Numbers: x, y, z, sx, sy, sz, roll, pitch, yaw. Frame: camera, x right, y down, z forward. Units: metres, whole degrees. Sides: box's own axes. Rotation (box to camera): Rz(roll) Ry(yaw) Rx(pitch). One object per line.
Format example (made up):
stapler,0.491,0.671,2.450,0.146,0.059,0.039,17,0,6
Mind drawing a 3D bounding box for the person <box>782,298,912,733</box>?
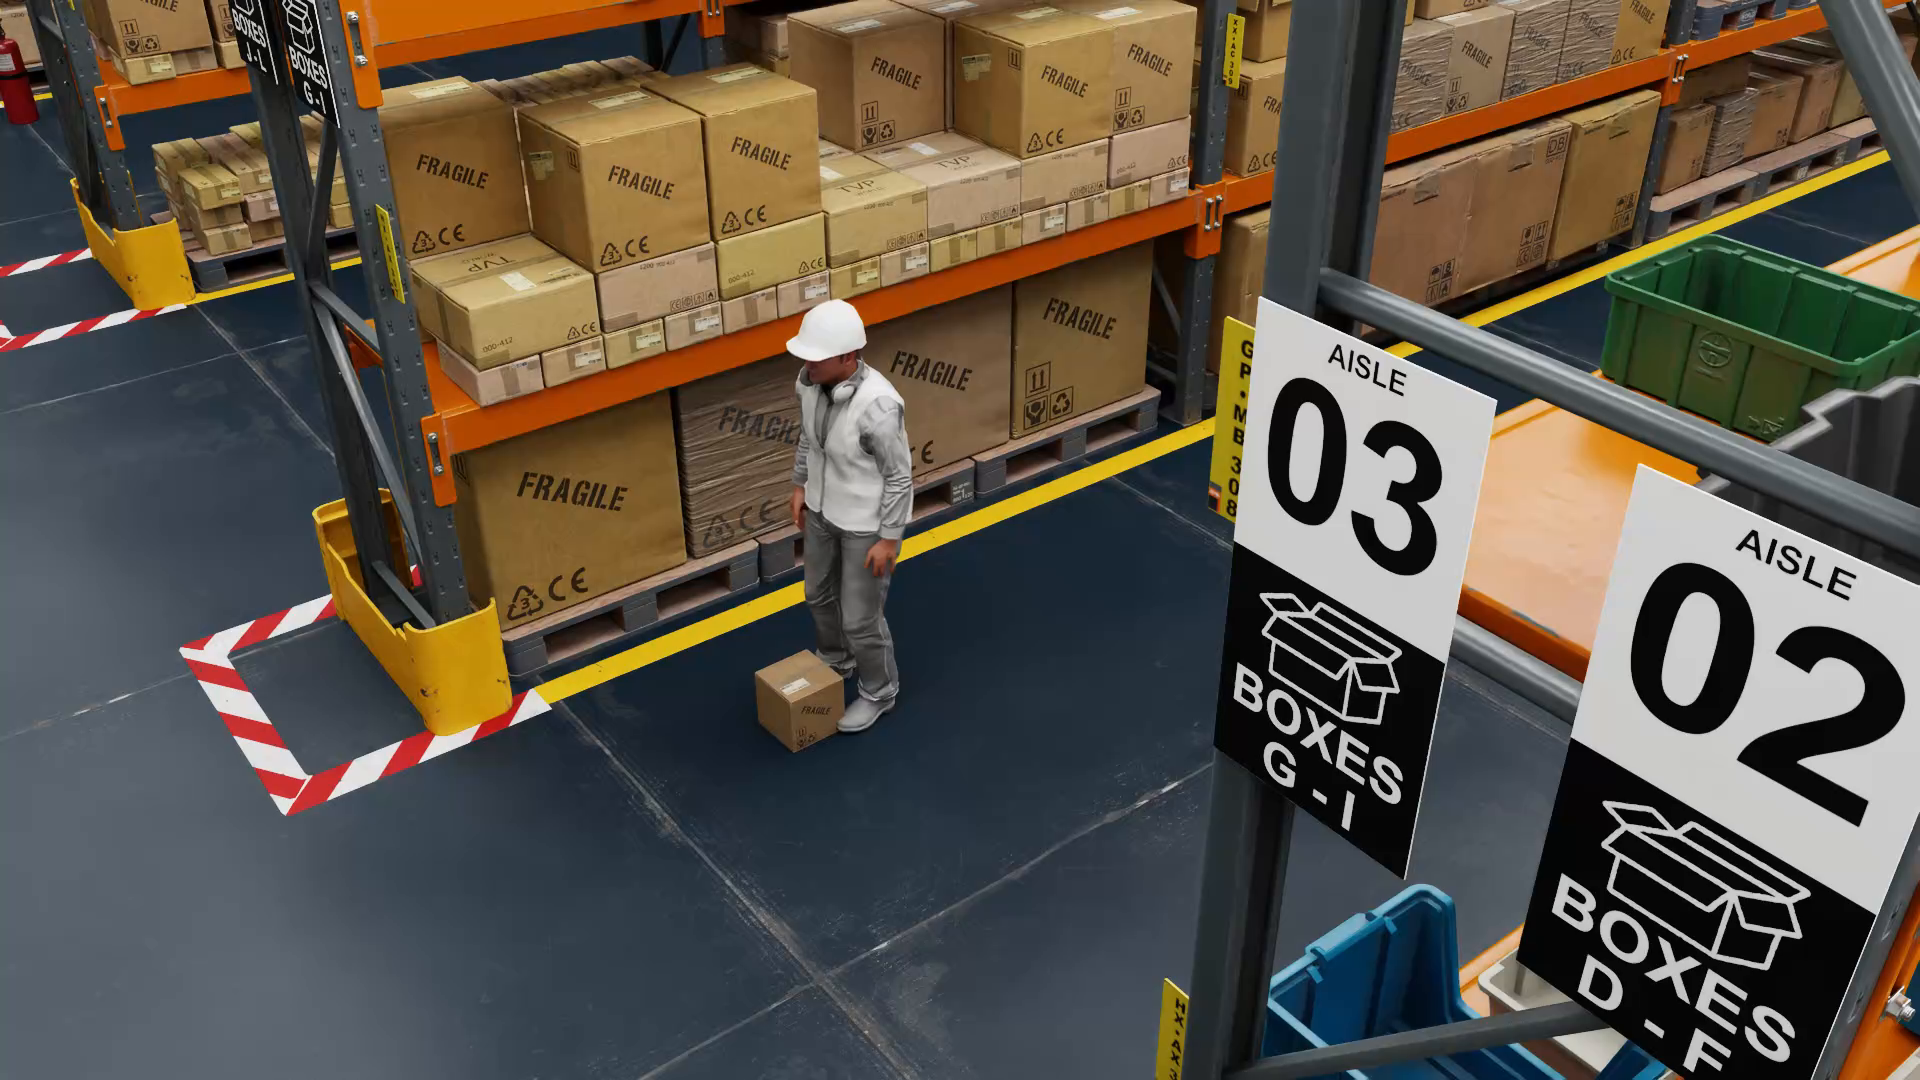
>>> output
person,-0.430,-0.105,6.280,0.465,1.770,0.580,-22,38,-31
